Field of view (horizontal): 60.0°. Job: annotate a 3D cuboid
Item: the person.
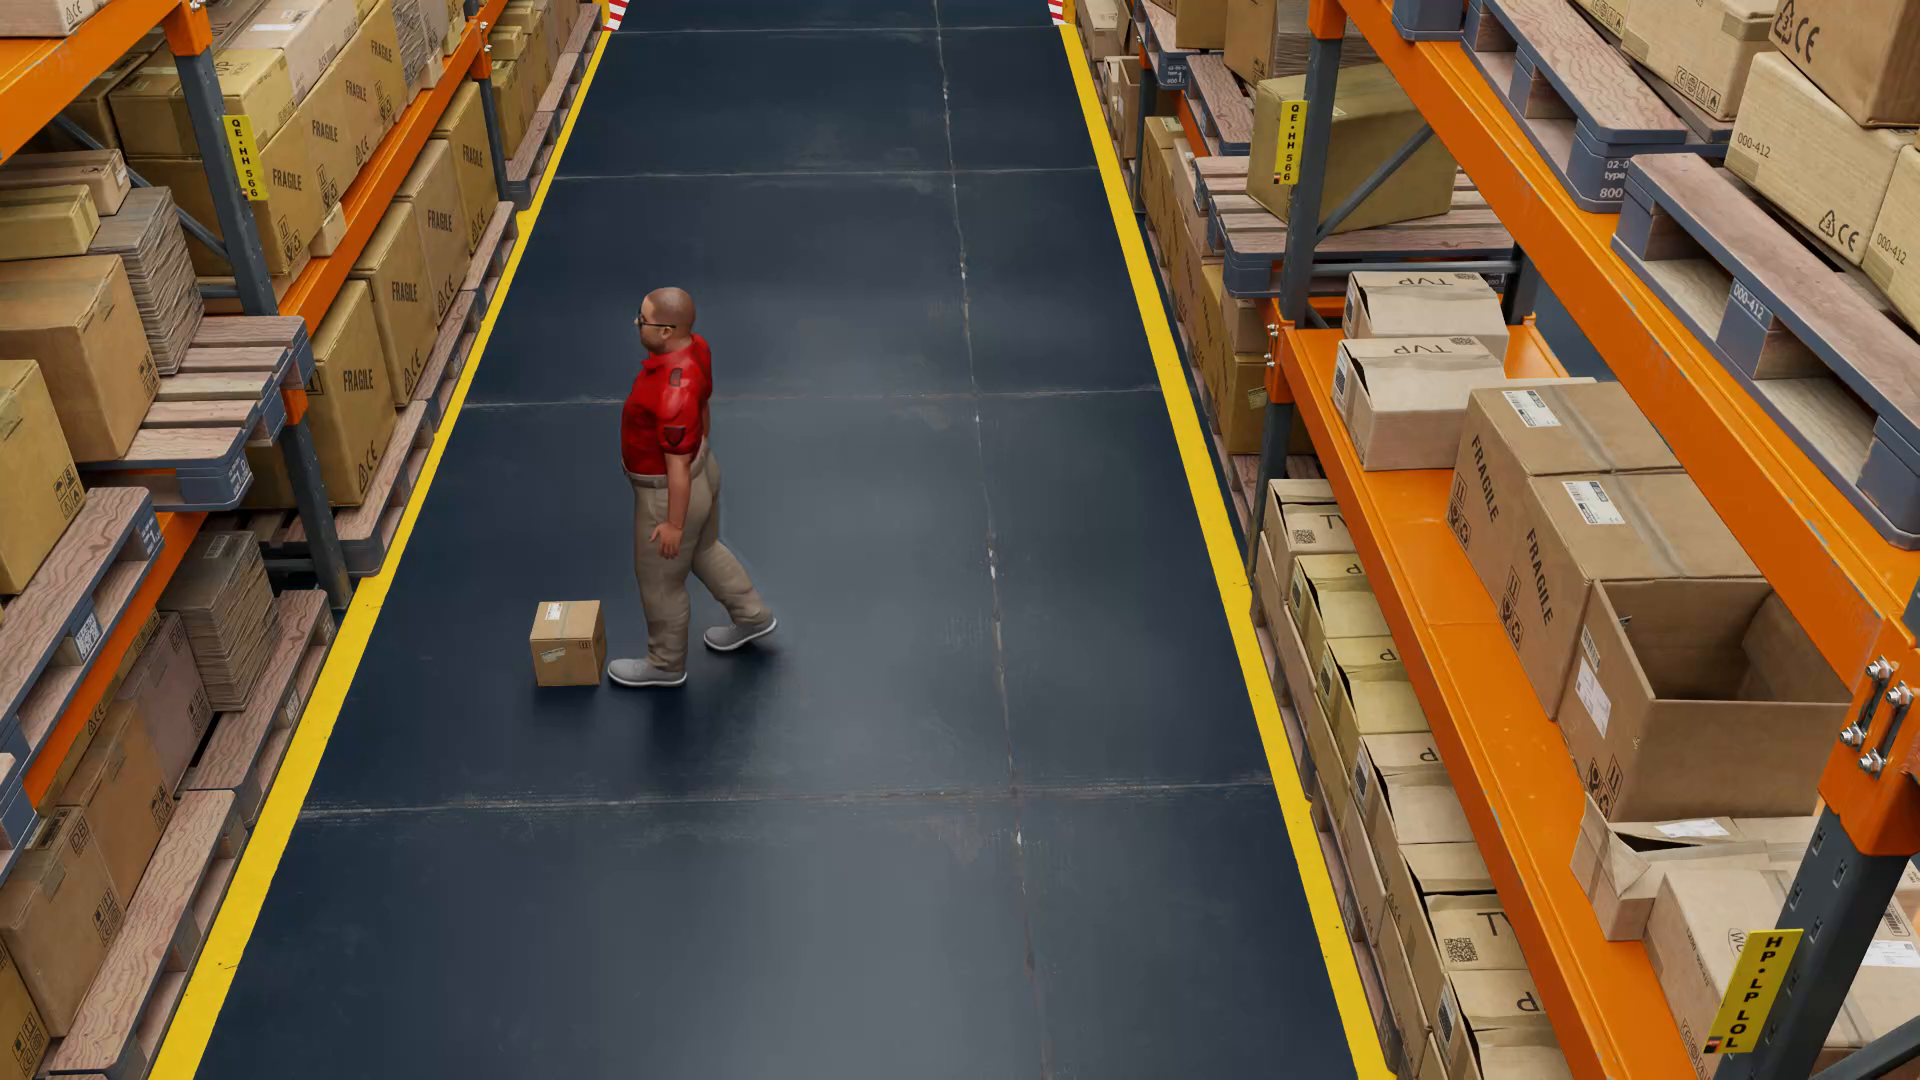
[{"bbox_3d":[-1.107,-0.194,6.430,0.670,1.725,0.555,2,35,3],"label":"person"}]
